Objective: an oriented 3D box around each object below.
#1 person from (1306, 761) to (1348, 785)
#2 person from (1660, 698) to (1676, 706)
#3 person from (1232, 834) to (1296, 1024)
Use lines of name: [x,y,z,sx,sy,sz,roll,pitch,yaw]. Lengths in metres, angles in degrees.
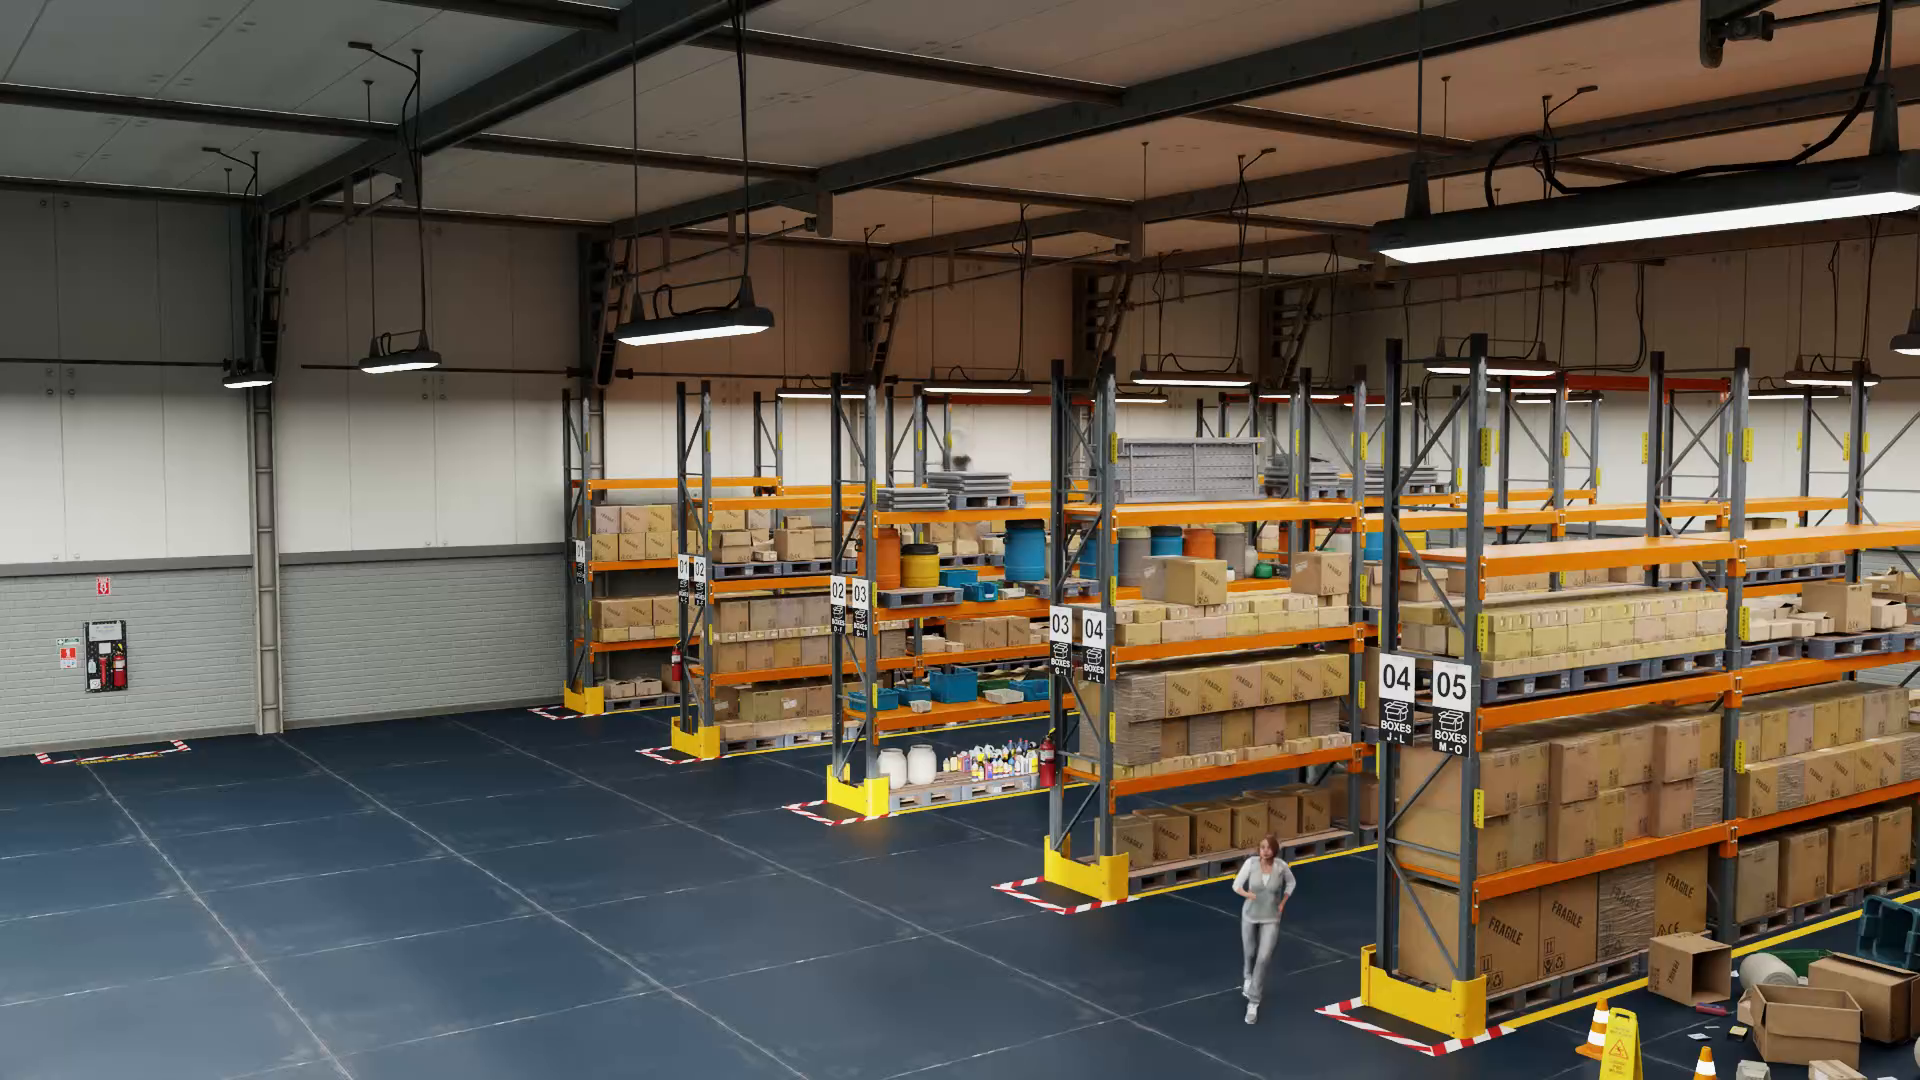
person: [5.151,2.770,23.411,0.943,1.755,0.673,-3,4,-35]
person: [9.396,2.870,22.117,0.808,1.752,0.678,-4,5,-44]
person: [2.708,3.410,14.848,0.544,1.624,0.767,1,4,17]
